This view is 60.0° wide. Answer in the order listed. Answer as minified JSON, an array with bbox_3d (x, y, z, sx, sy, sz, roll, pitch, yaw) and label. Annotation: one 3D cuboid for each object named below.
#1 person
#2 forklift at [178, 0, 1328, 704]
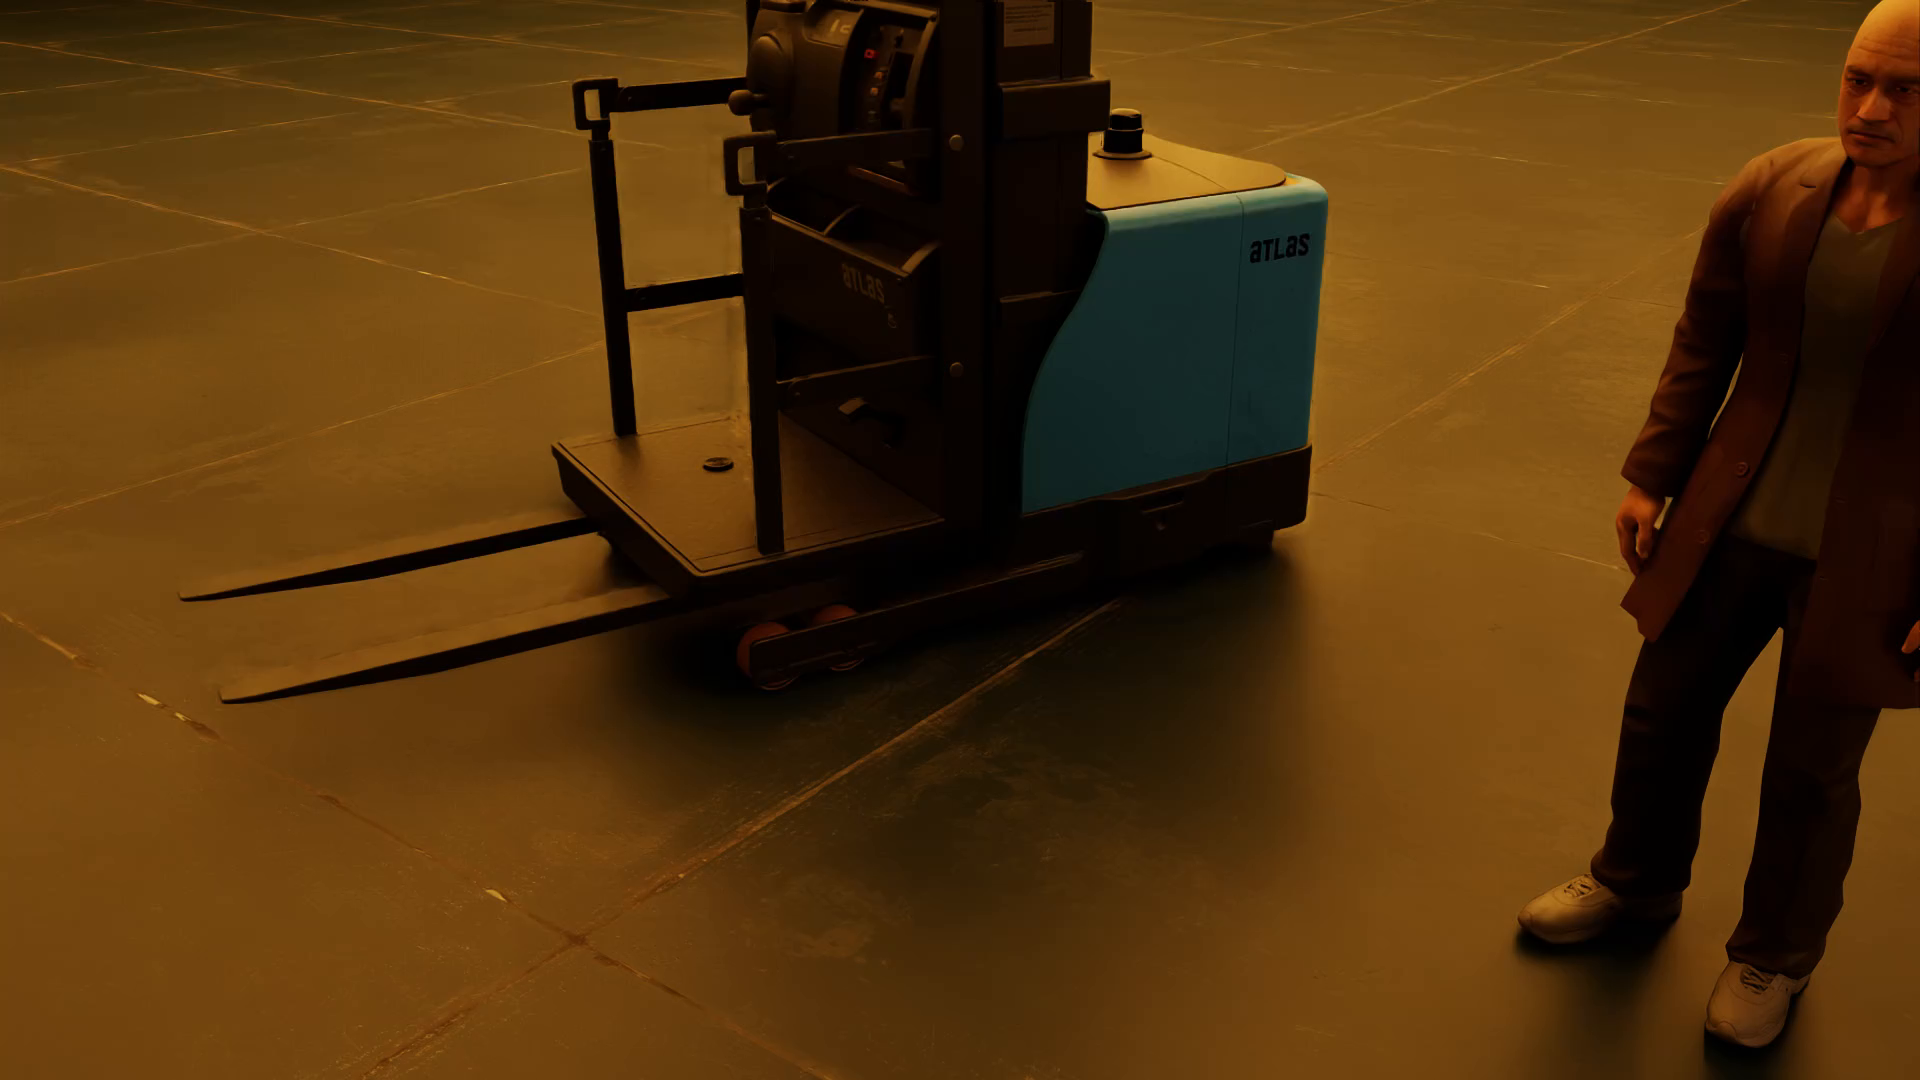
[{"bbox_3d":[1.417,-0.001,2.786,0.423,1.774,0.653,-18,29,-35],"label":"person"},{"bbox_3d":[-0.489,-1.210,4.119,3.031,2.935,1.130,-13,27,-28],"label":"forklift"}]
